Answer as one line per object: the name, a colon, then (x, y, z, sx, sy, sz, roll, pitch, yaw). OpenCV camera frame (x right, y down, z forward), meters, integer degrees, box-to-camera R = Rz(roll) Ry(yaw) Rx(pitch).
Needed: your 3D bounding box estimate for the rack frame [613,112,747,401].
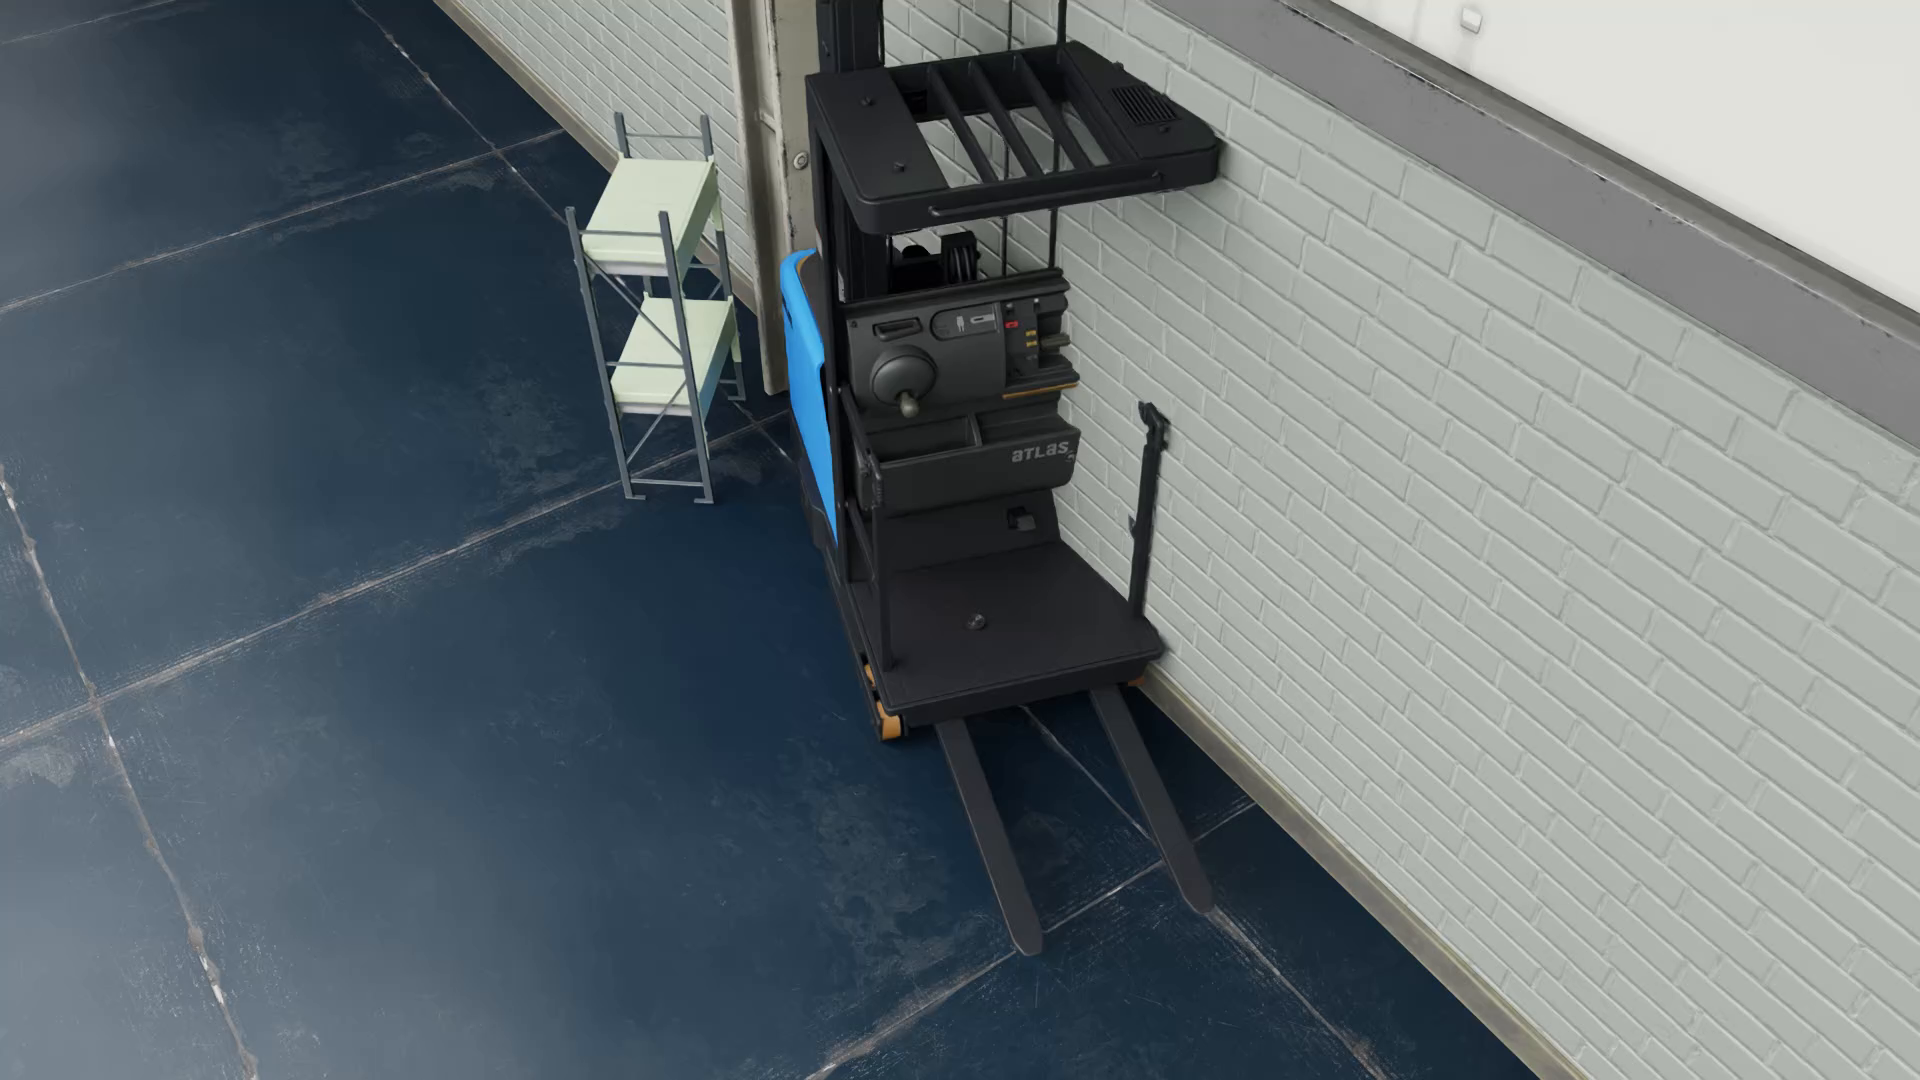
rack frame: (-1.230, -1.226, 7.432, 0.400, 1.500, 0.023, 3, 44, 5)

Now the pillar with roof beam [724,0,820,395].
pillar with roof beam: (-4.235, -2.226, 3.056, 9.100, 9.000, 0.400, -26, 49, -24)

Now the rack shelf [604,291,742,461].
rack shelf: (-1.263, -0.738, 7.394, 0.431, 0.370, 0.720, 3, 44, 5)

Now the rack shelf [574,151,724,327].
rack shelf: (-1.276, -1.257, 6.900, 0.431, 0.370, 0.720, 3, 44, 5)

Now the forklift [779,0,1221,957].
forklift: (0.123, -0.595, 5.742, 1.130, 2.935, 3.031, -11, 45, -11)

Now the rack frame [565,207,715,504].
rack frame: (-1.307, -0.723, 6.906, 0.400, 1.500, 0.023, 3, 44, 5)

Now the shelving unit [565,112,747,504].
shelving unit: (-1.269, -0.974, 7.169, 0.431, 1.500, 0.755, 3, 44, 5)
